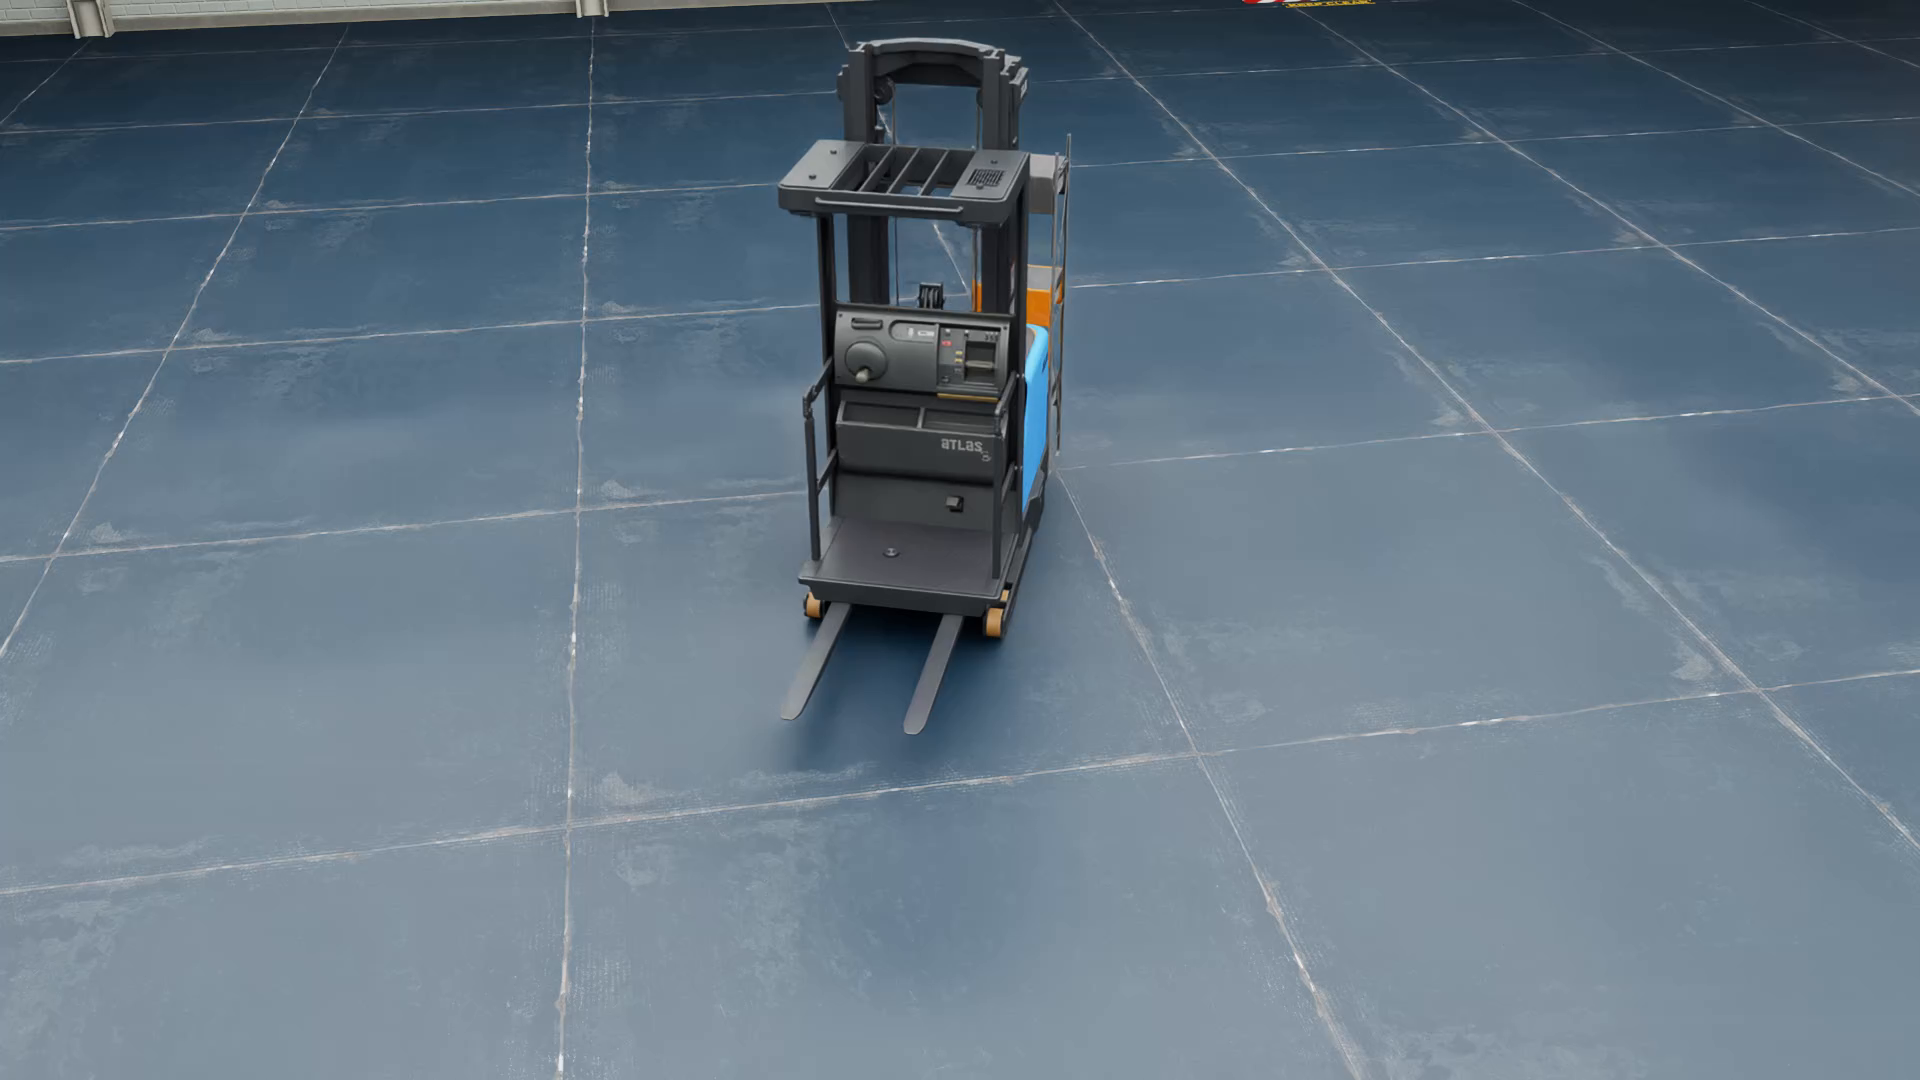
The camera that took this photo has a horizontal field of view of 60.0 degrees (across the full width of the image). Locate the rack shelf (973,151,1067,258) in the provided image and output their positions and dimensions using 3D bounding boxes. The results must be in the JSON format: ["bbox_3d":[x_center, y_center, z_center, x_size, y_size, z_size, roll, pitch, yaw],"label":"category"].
[{"bbox_3d":[0.362,-2.014,9.863,0.480,0.518,0.431,7,31,12],"label":"rack shelf"}]

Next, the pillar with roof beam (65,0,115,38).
[{"bbox_3d":[-9.837,-7.937,14.484,0.400,9.000,9.100,-5,31,-9],"label":"pillar with roof beam"}]

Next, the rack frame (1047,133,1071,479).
[{"bbox_3d":[0.598,-1.392,10.159,0.015,2.100,0.400,7,31,12],"label":"rack frame"}]

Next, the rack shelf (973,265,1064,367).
[{"bbox_3d":[0.362,-1.410,10.218,0.480,0.518,0.431,7,31,12],"label":"rack shelf"}]

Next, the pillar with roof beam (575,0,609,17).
[{"bbox_3d":[-3.935,-8.484,15.416,0.400,9.000,9.100,-5,31,-9],"label":"pillar with roof beam"}]

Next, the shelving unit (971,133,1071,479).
[{"bbox_3d":[0.362,-1.422,10.211,0.503,2.100,0.431,7,31,12],"label":"shelving unit"}]

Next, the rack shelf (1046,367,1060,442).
[{"bbox_3d":[0.362,-0.807,10.572,0.480,0.518,0.431,7,31,12],"label":"rack shelf"}]

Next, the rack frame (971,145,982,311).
[{"bbox_3d":[0.125,-1.452,10.262,0.015,2.100,0.400,7,31,12],"label":"rack frame"}]

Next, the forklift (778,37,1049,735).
[{"bbox_3d":[-0.241,-0.937,8.566,1.130,2.935,3.031,6,31,9],"label":"forklift"}]
